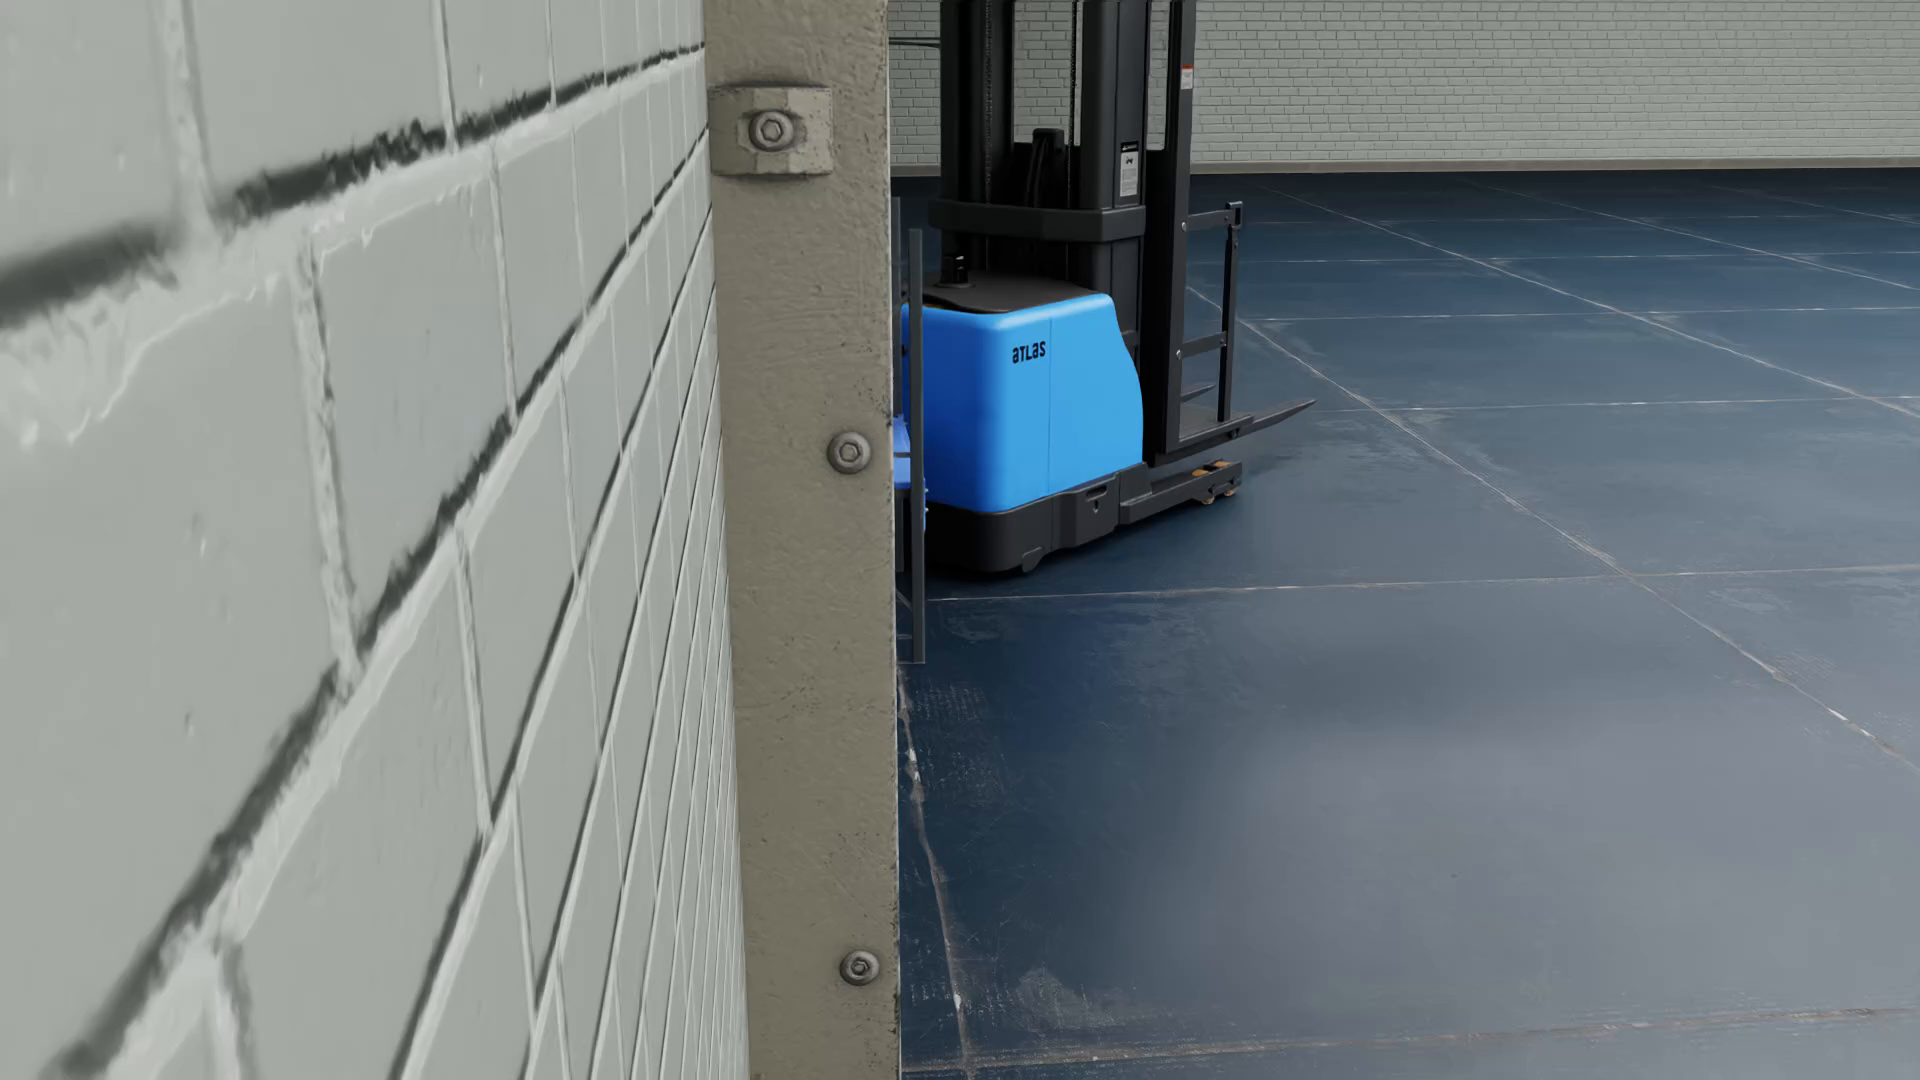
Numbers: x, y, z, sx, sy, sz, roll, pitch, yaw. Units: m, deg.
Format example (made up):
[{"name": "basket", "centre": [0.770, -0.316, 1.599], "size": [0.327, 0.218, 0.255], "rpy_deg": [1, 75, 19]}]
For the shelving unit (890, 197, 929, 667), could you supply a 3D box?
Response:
[{"name": "shelving unit", "centre": [-0.424, -0.427, 6.034], "size": [0.538, 1.500, 1.048], "rpy_deg": [-2, 18, -6]}]

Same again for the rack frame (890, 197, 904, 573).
[{"name": "rack frame", "centre": [-0.477, -0.579, 6.516], "size": [0.500, 1.500, 0.032], "rpy_deg": [-2, 18, -6]}]

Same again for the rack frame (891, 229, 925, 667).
[{"name": "rack frame", "centre": [-0.372, -0.276, 5.551], "size": [0.500, 1.500, 0.032], "rpy_deg": [-2, 18, -6]}]

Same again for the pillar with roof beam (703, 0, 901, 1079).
[{"name": "pillar with roof beam", "centre": [3.990, -3.285, 2.618], "size": [9.100, 9.000, 0.400], "rpy_deg": [-2, 18, -6]}]

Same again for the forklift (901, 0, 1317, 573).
[{"name": "forklift", "centre": [0.678, -1.642, 7.513], "size": [1.130, 2.935, 3.031], "rpy_deg": [14, 22, 37]}]

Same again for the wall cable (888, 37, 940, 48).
[{"name": "wall cable", "centre": [-1.137, -7.952, 22.668], "size": [3.097, 2.526, 0.112], "rpy_deg": [-2, 18, -6]}]

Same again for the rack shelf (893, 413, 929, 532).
[{"name": "rack shelf", "centre": [-0.424, -0.255, 6.087], "size": [0.538, 0.185, 1.000], "rpy_deg": [-2, 18, -6]}]
